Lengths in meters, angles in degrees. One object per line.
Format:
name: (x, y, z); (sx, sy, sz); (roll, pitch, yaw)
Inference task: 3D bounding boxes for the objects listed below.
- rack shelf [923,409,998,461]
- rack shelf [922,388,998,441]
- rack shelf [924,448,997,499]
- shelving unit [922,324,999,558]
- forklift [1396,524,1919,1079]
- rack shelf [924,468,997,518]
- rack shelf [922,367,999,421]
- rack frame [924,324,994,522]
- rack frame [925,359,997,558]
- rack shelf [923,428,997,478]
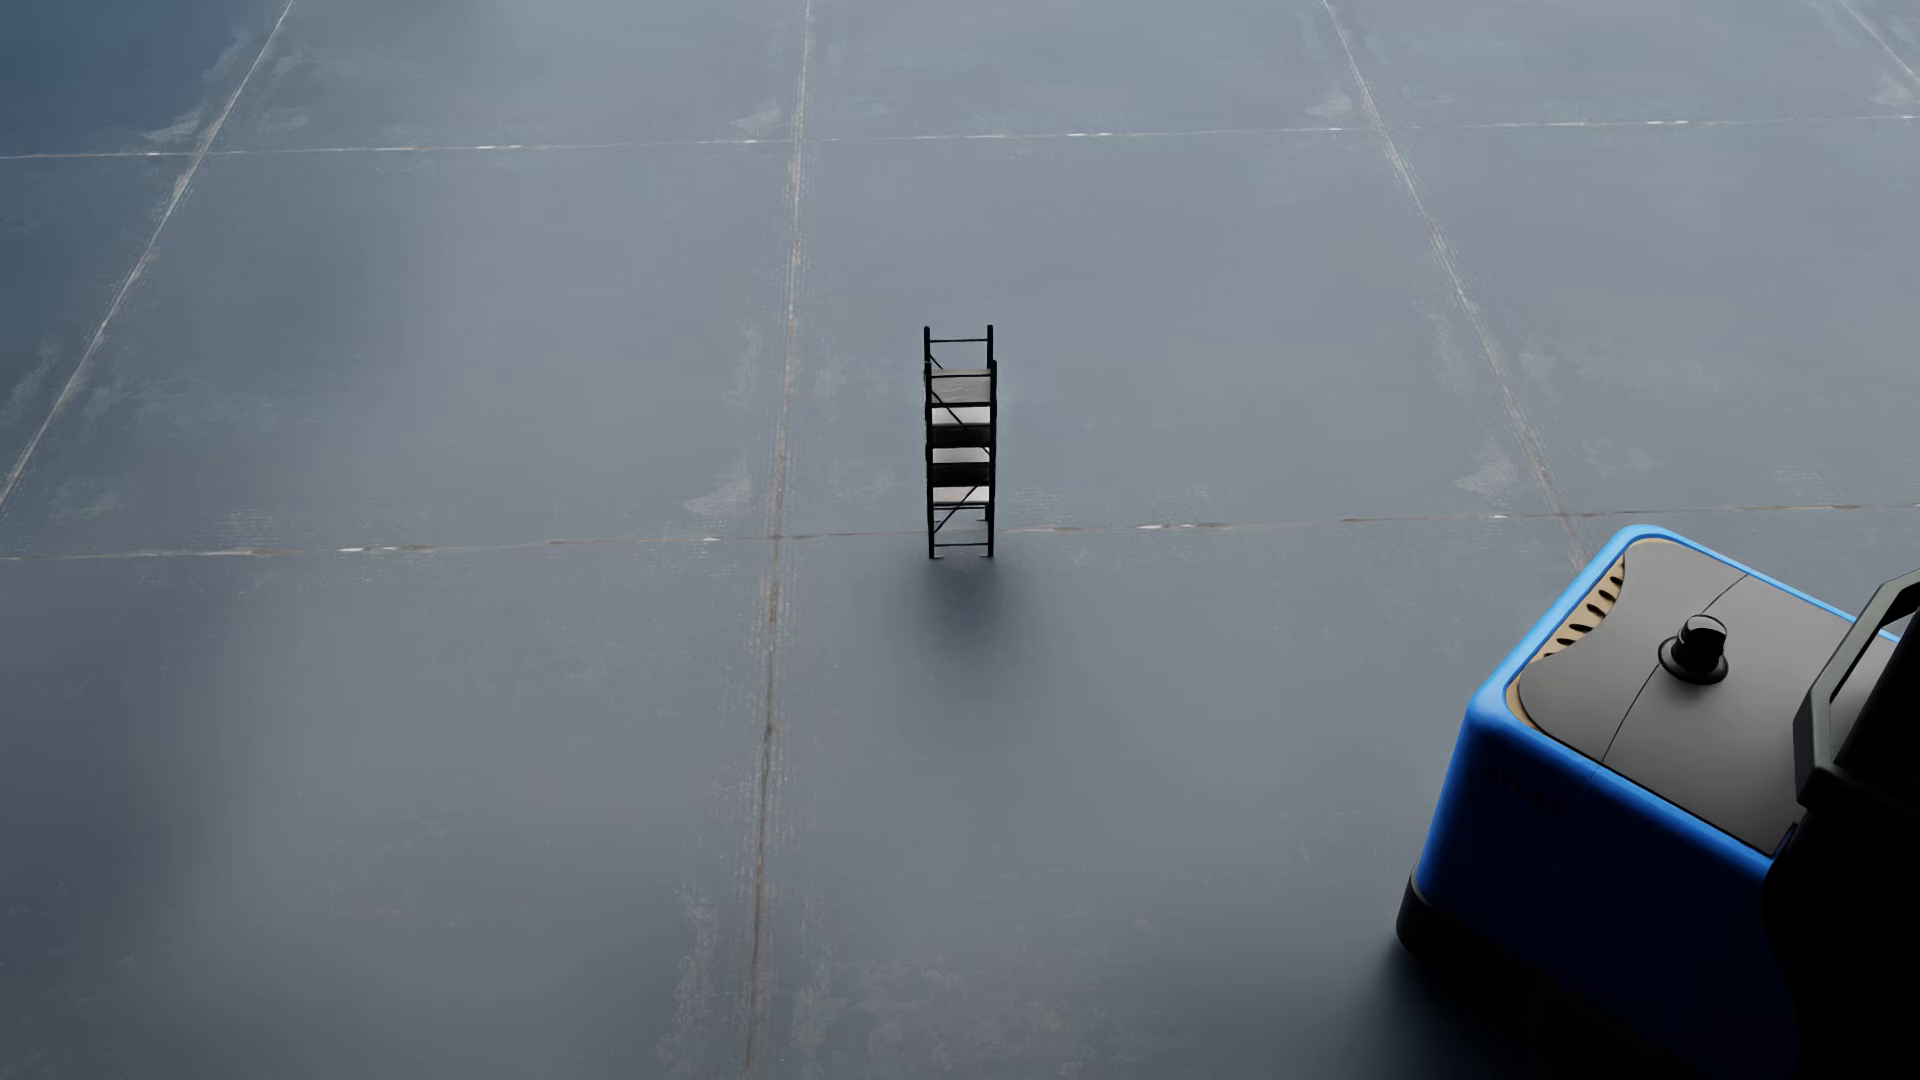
rack shelf: (0.000, -0.379, 5.914); (0.258, 0.077, 0.200); (-2, 43, -2)
rack shelf: (0.000, -0.445, 5.853); (0.258, 0.077, 0.200); (-2, 43, -2)
rack shelf: (0.000, -0.246, 6.035); (0.258, 0.077, 0.200); (-2, 43, -2)
shelving unit: (0.000, -0.337, 5.952); (0.258, 0.900, 0.210); (-2, 43, -2)
forklift: (2.720, 0.544, 3.487); (3.031, 2.935, 1.130); (31, 51, 29)
rack shelf: (0.000, -0.180, 6.096); (0.258, 0.077, 0.200); (-2, 43, -2)
rack shelf: (0.000, -0.512, 5.792); (0.258, 0.077, 0.200); (-2, 43, -2)
rack frame: (-0.005, -0.406, 6.027); (0.240, 0.900, 0.006); (-2, 43, -2)
rack frame: (0.004, -0.269, 5.877); (0.240, 0.900, 0.006); (-2, 43, -2)
rack shelf: (0.000, -0.313, 5.974); (0.258, 0.077, 0.200); (-2, 43, -2)
